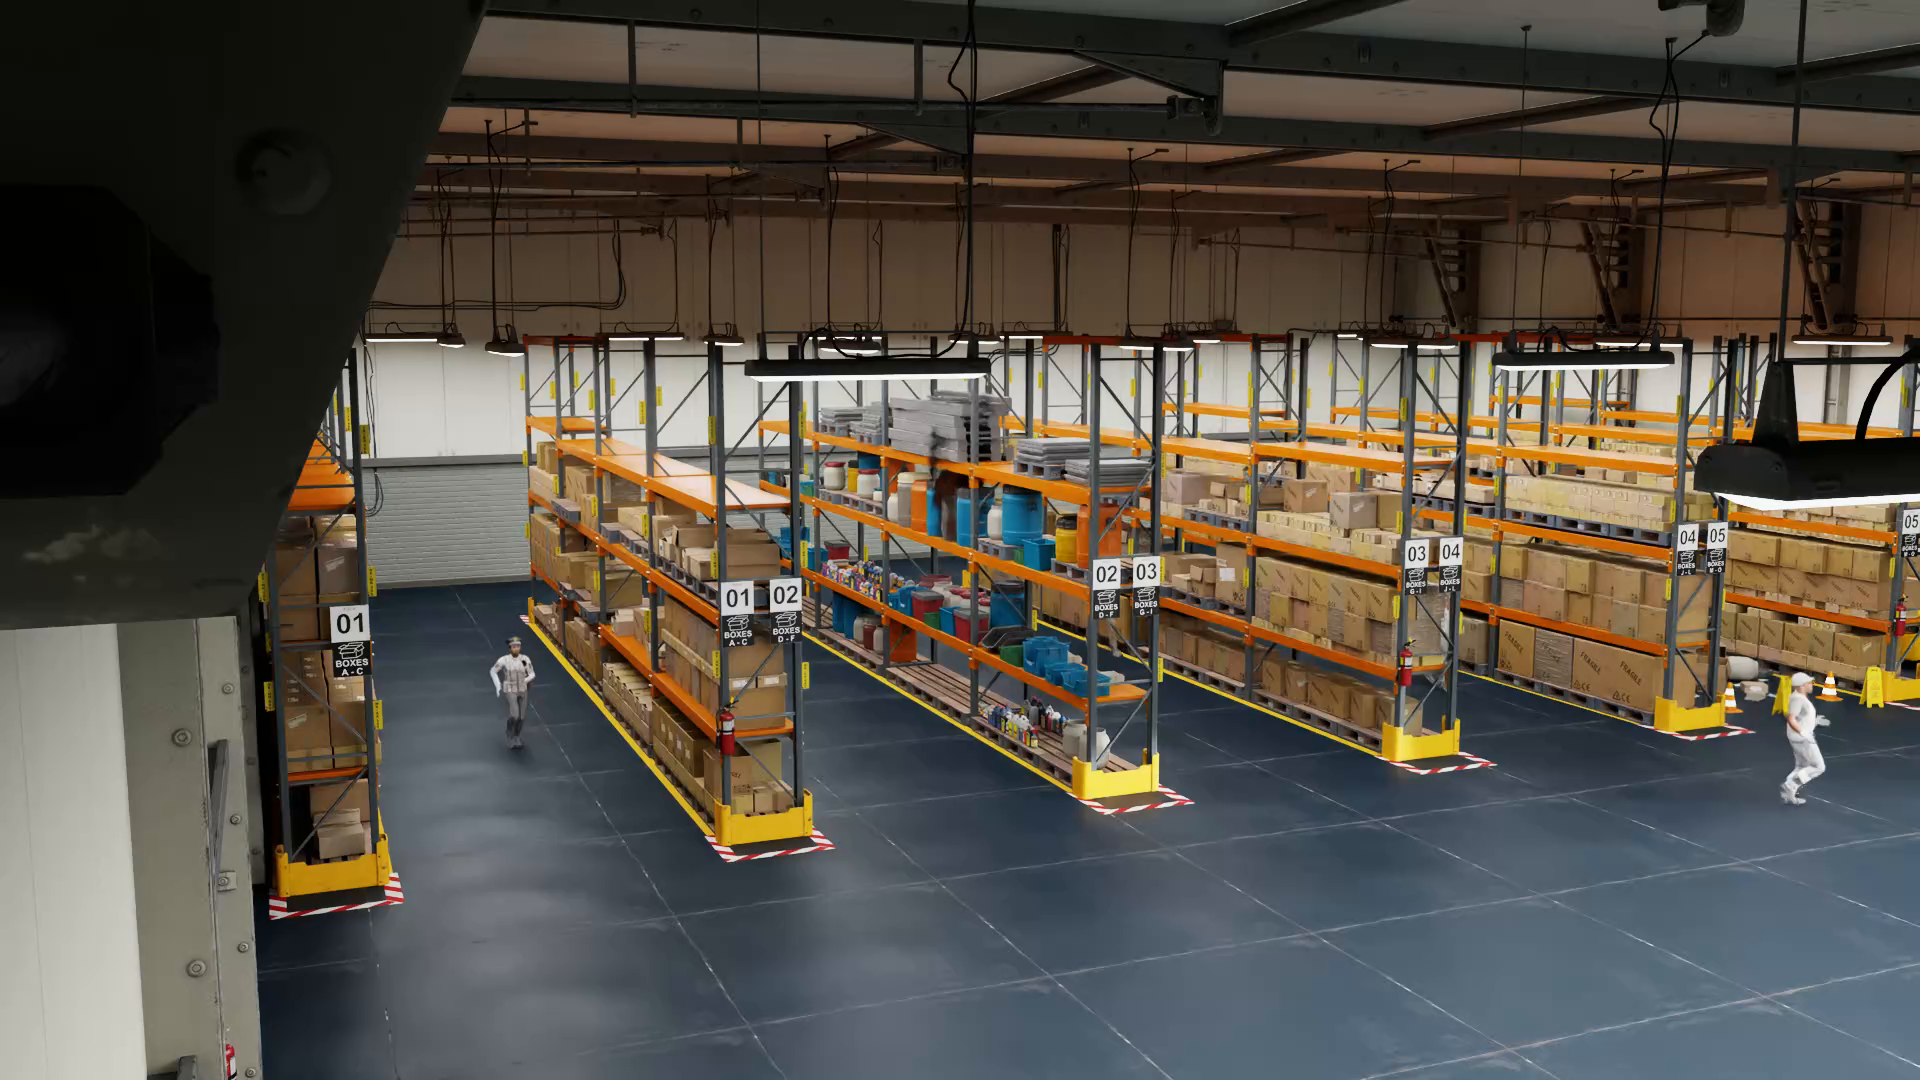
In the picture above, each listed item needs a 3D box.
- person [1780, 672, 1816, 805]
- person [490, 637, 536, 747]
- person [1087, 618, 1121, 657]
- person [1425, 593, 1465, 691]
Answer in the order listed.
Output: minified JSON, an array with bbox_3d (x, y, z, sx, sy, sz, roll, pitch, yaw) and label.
[{"bbox_3d":[10.920,2.586,21.635,0.403,1.740,0.644,2,8,17],"label":"person"},{"bbox_3d":[-6.553,2.244,24.516,0.593,1.655,0.573,-5,9,-32],"label":"person"},{"bbox_3d":[2.602,1.181,30.044,0.649,1.772,0.852,-4,8,-25],"label":"person"},{"bbox_3d":[8.309,1.728,28.540,0.529,1.725,0.814,-5,9,-33],"label":"person"}]
